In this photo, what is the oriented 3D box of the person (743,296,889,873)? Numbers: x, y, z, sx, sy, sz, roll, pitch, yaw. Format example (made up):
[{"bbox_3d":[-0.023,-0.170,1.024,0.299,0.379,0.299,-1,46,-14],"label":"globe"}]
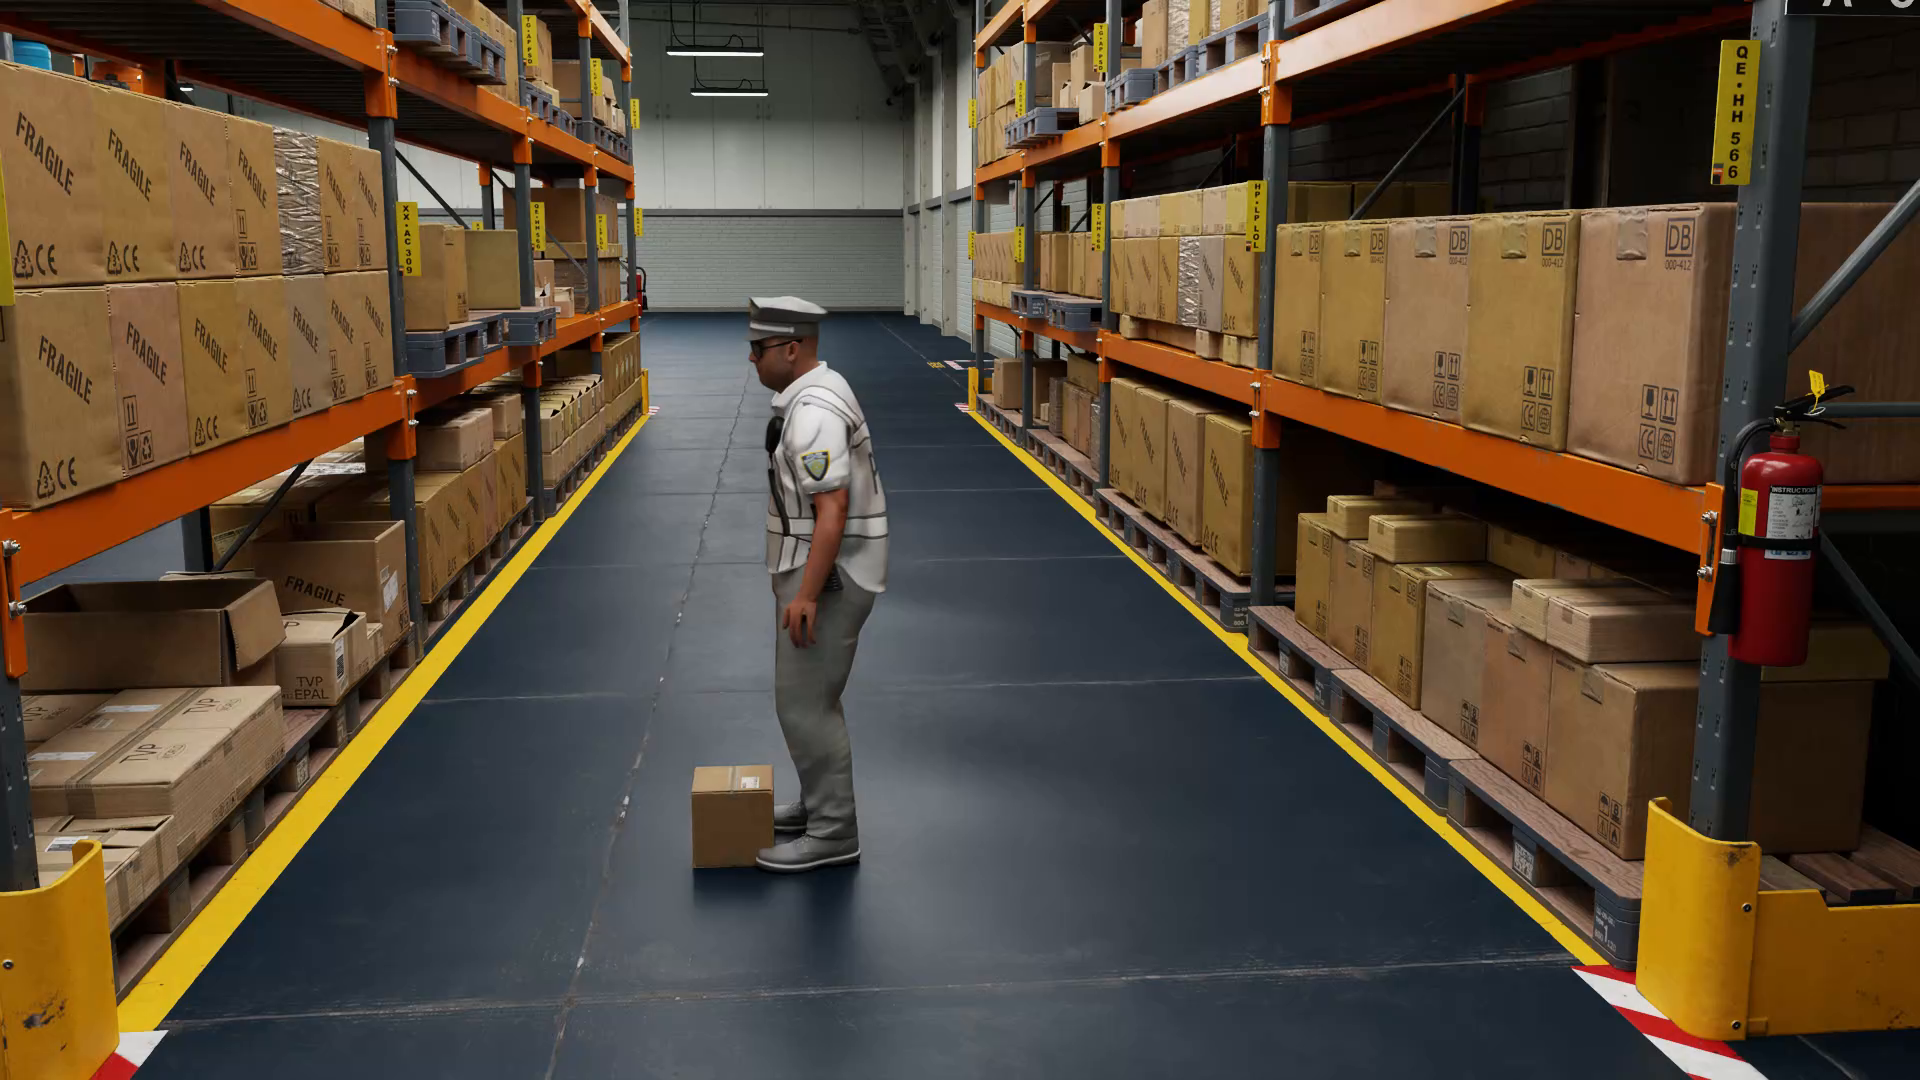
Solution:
[{"bbox_3d":[-0.441,0.126,5.153,0.429,1.749,0.600,-1,10,-8],"label":"person"}]
